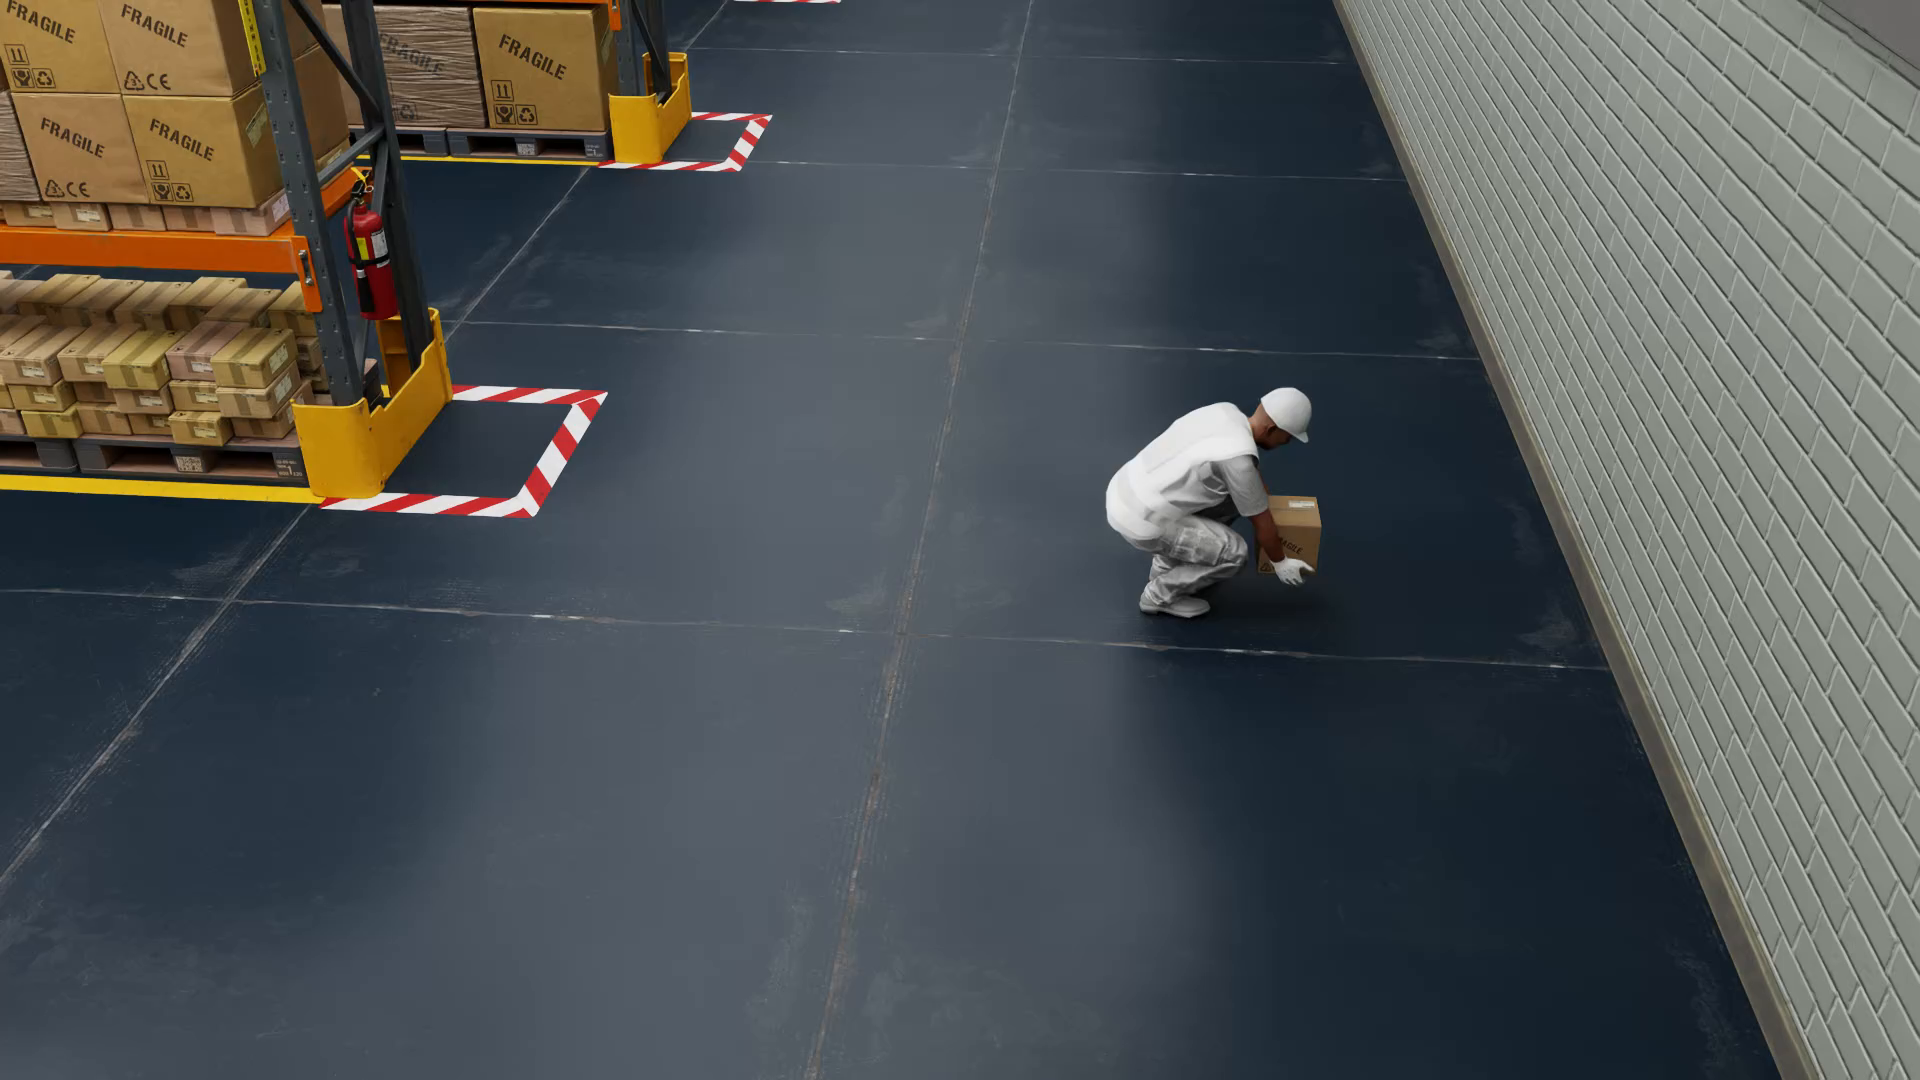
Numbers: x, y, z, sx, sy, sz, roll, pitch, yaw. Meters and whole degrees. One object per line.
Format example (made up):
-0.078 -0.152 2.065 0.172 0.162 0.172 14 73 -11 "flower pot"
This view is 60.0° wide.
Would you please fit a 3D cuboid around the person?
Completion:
1.087 -0.191 7.177 0.910 1.004 0.564 2 32 3 "person"
